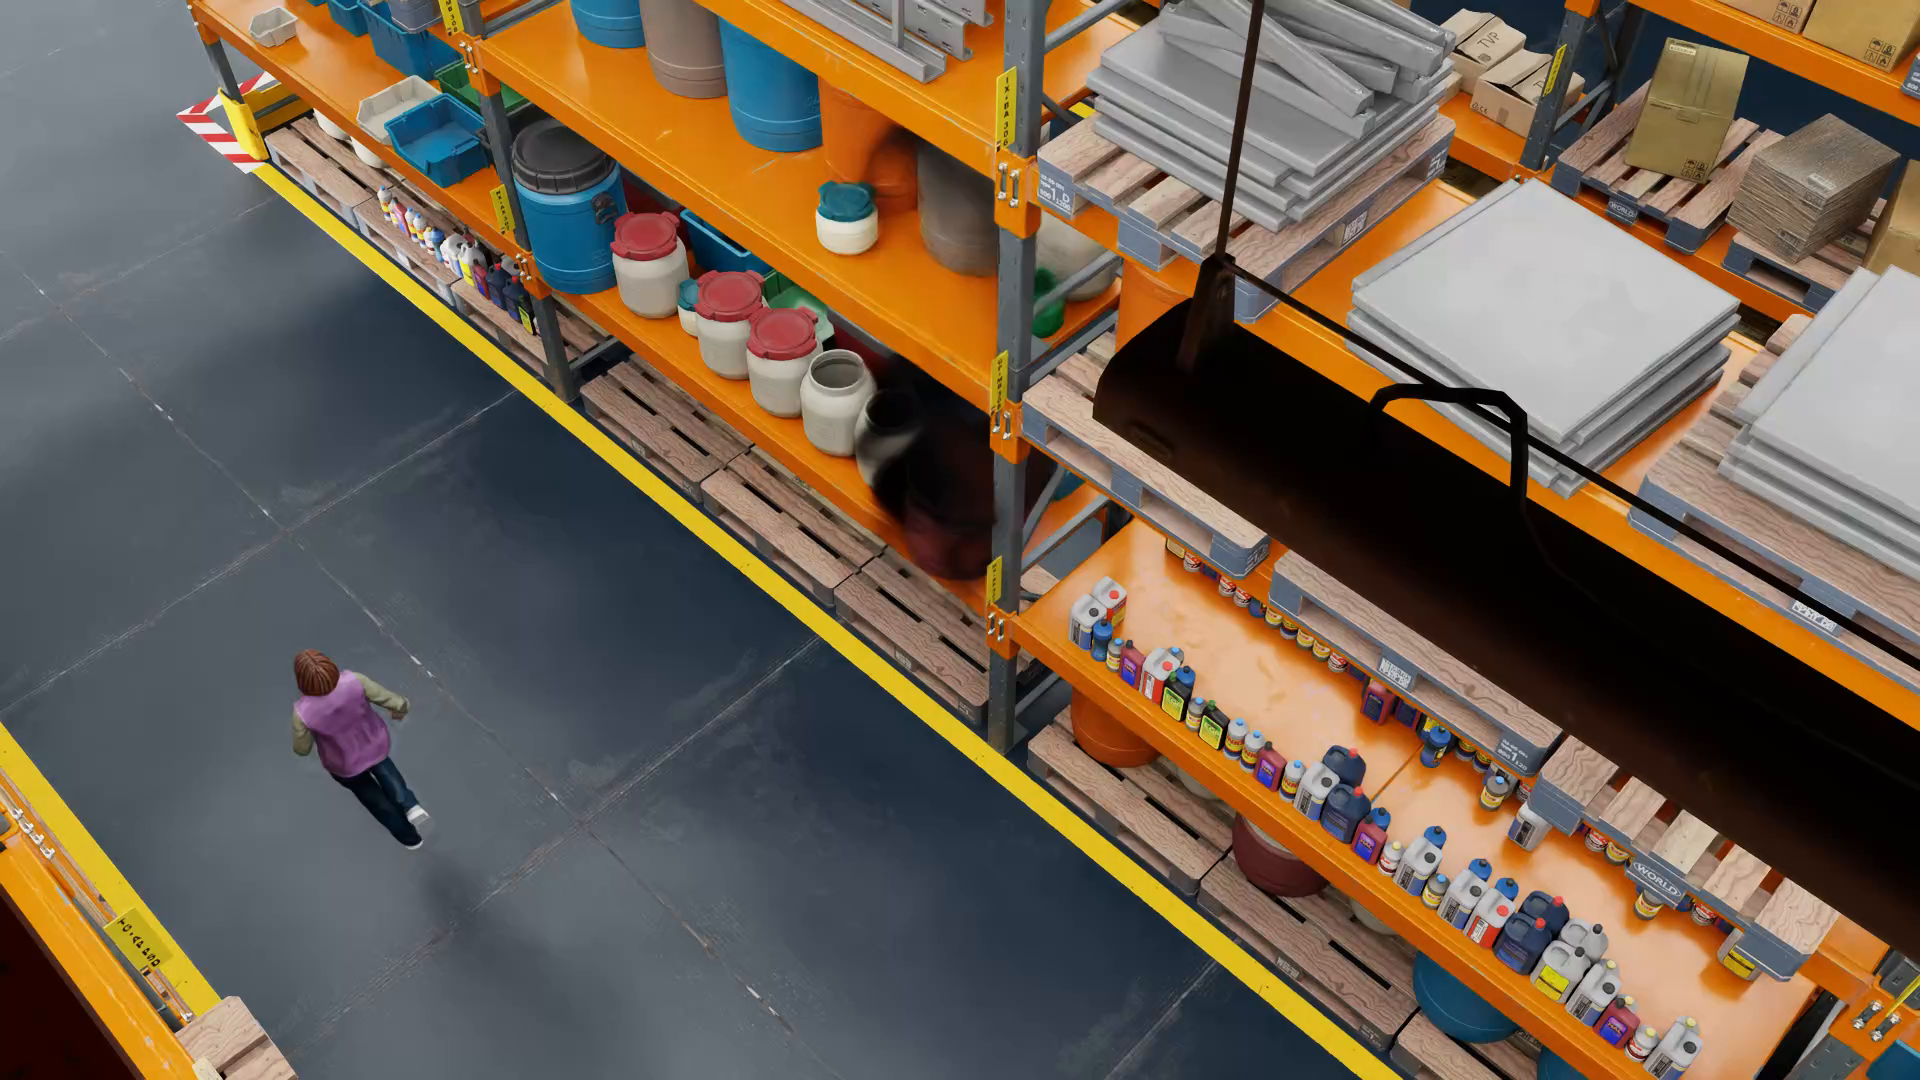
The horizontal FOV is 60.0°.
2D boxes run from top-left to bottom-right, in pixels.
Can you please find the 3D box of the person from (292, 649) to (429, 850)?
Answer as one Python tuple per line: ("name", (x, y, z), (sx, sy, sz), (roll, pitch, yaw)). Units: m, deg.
("person", (-2.979, 0.991, 8.172), (0.537, 1.552, 0.525), (-37, 59, -27))
